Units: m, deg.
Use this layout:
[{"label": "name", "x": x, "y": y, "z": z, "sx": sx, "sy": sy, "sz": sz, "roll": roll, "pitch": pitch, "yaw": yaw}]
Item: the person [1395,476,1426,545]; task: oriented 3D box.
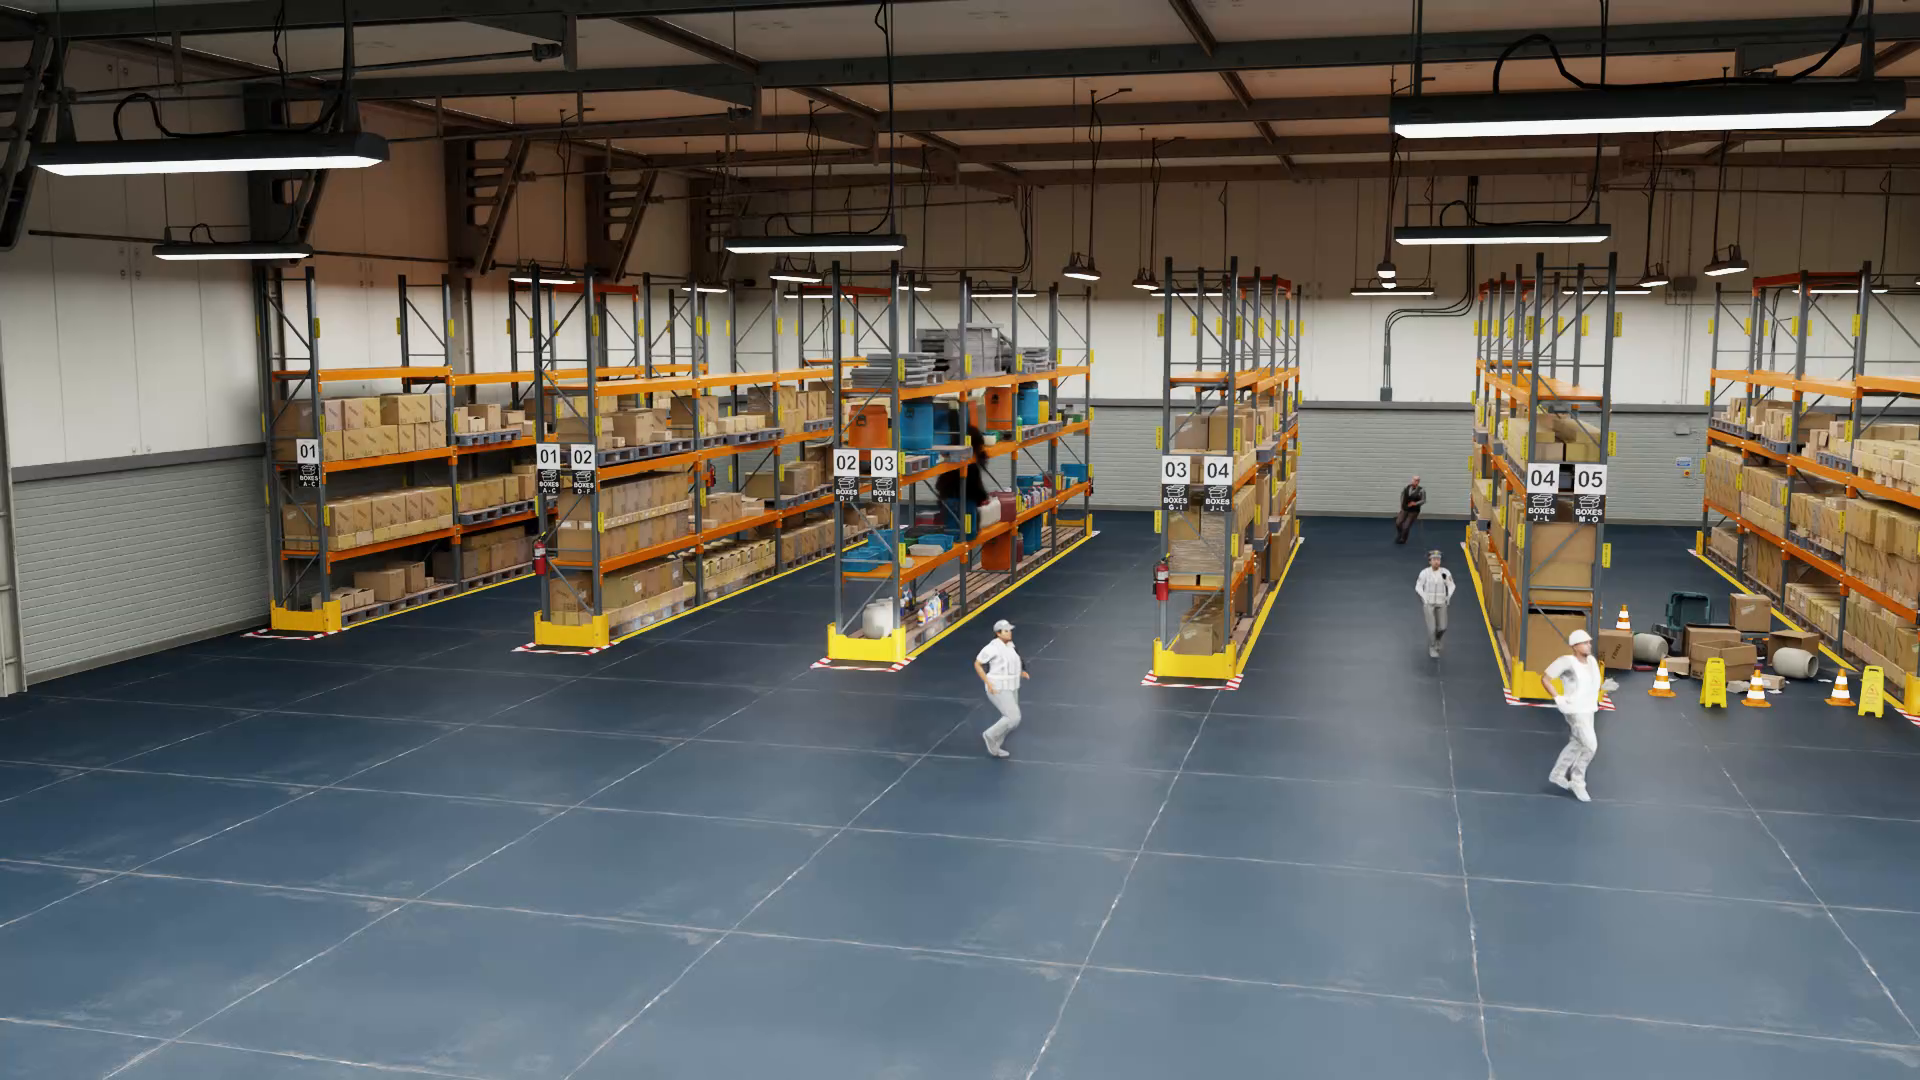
[{"label": "person", "x": 10.379, "y": -0.645, "z": 38.424, "sx": 0.756, "sy": 1.551, "sz": 0.560, "roll": 5, "pitch": 9, "yaw": 37}]

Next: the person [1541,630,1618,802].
[{"label": "person", "x": 6.649, "y": 1.874, "z": 17.824, "sx": 0.658, "sy": 1.829, "sz": 0.712, "roll": -6, "pitch": 9, "yaw": -39}]

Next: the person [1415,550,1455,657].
[{"label": "person", "x": 7.255, "y": 0.970, "z": 25.371, "sx": 0.592, "sy": 1.651, "sz": 0.539, "roll": 1, "pitch": 7, "yaw": 10}]

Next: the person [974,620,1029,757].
[{"label": "person", "x": 0.541, "y": 1.741, "z": 19.376, "sx": 0.567, "sy": 1.626, "sz": 0.593, "roll": 5, "pitch": 9, "yaw": 33}]
